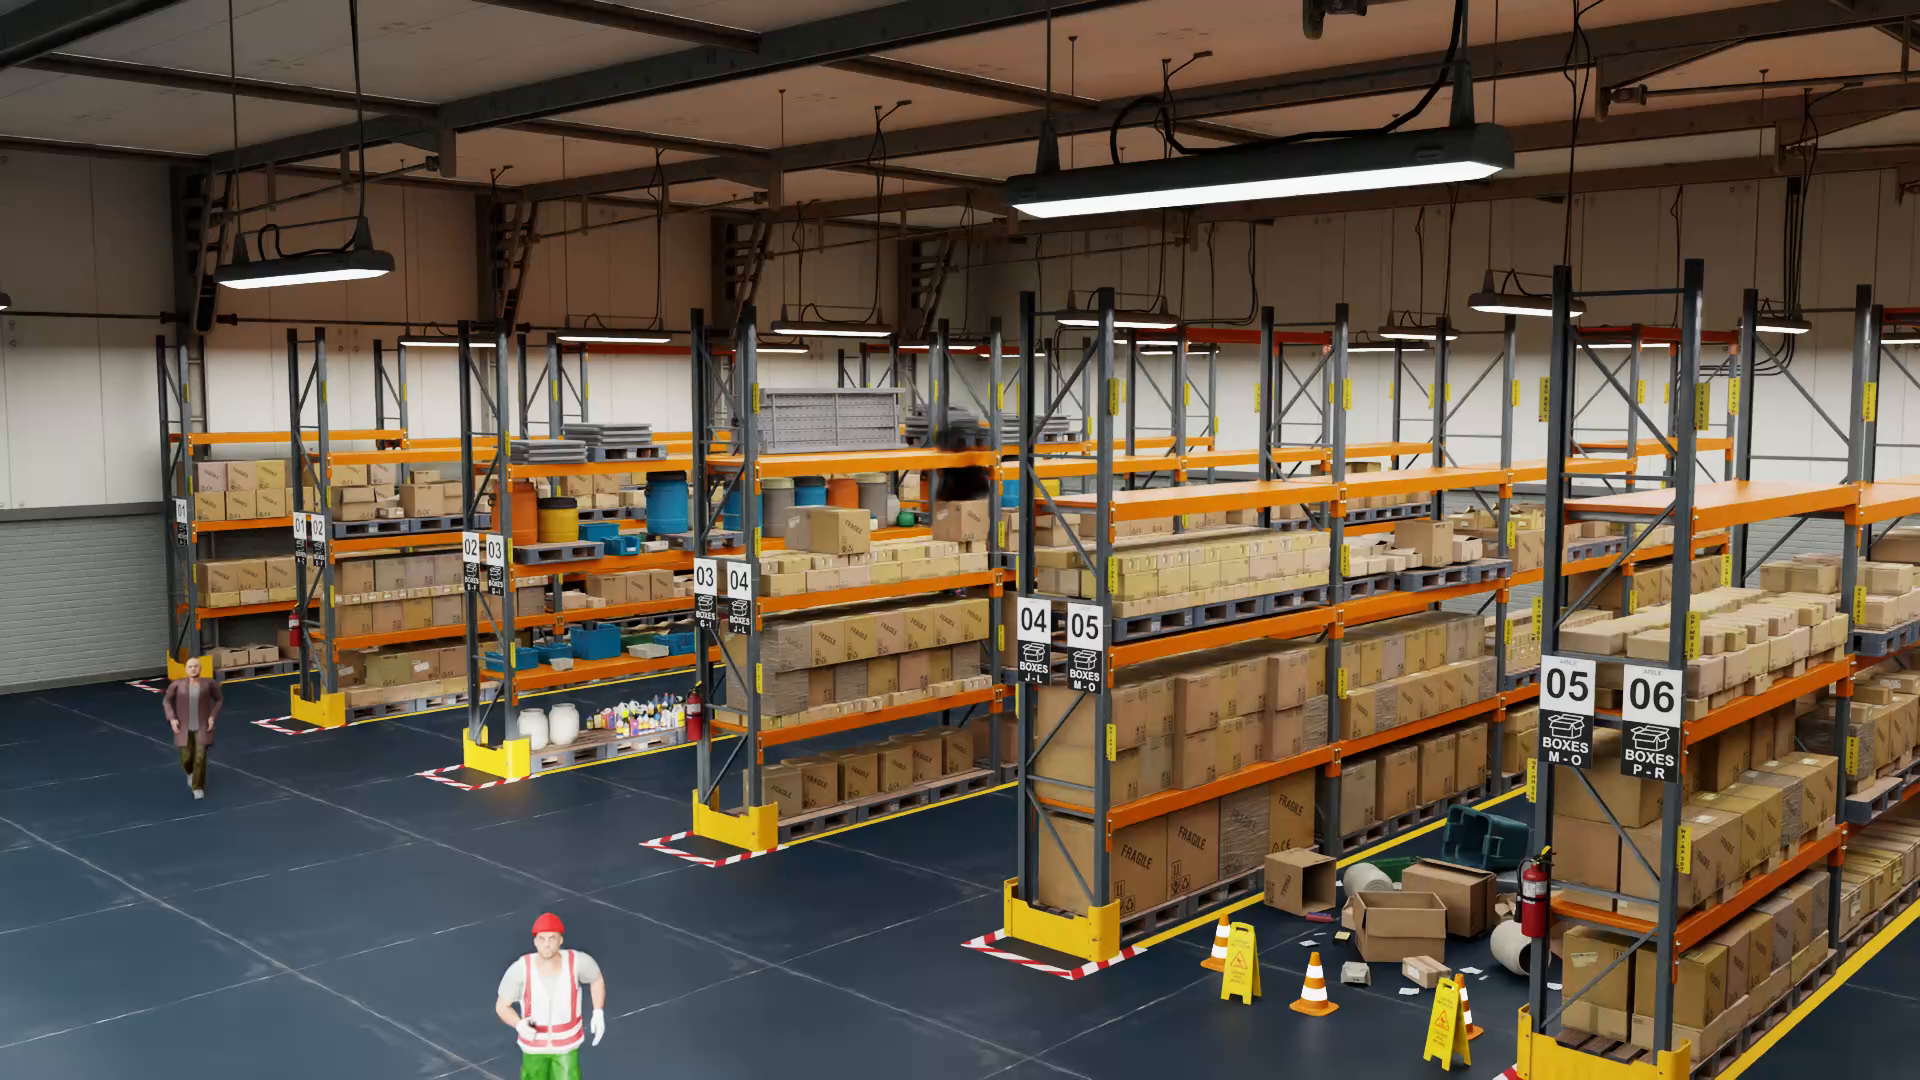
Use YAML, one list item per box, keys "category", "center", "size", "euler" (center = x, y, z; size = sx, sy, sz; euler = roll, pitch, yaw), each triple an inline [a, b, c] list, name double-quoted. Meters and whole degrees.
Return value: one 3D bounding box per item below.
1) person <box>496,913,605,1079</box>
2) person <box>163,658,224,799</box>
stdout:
- category: "person"
  center: [-2.623, 3.264, 10.685]
  size: [0.682, 1.807, 0.883]
  euler: [-1, 5, -11]
- category: "person"
  center: [-9.603, 2.346, 20.860]
  size: [0.703, 1.744, 0.568]
  euler: [-2, 6, -21]
